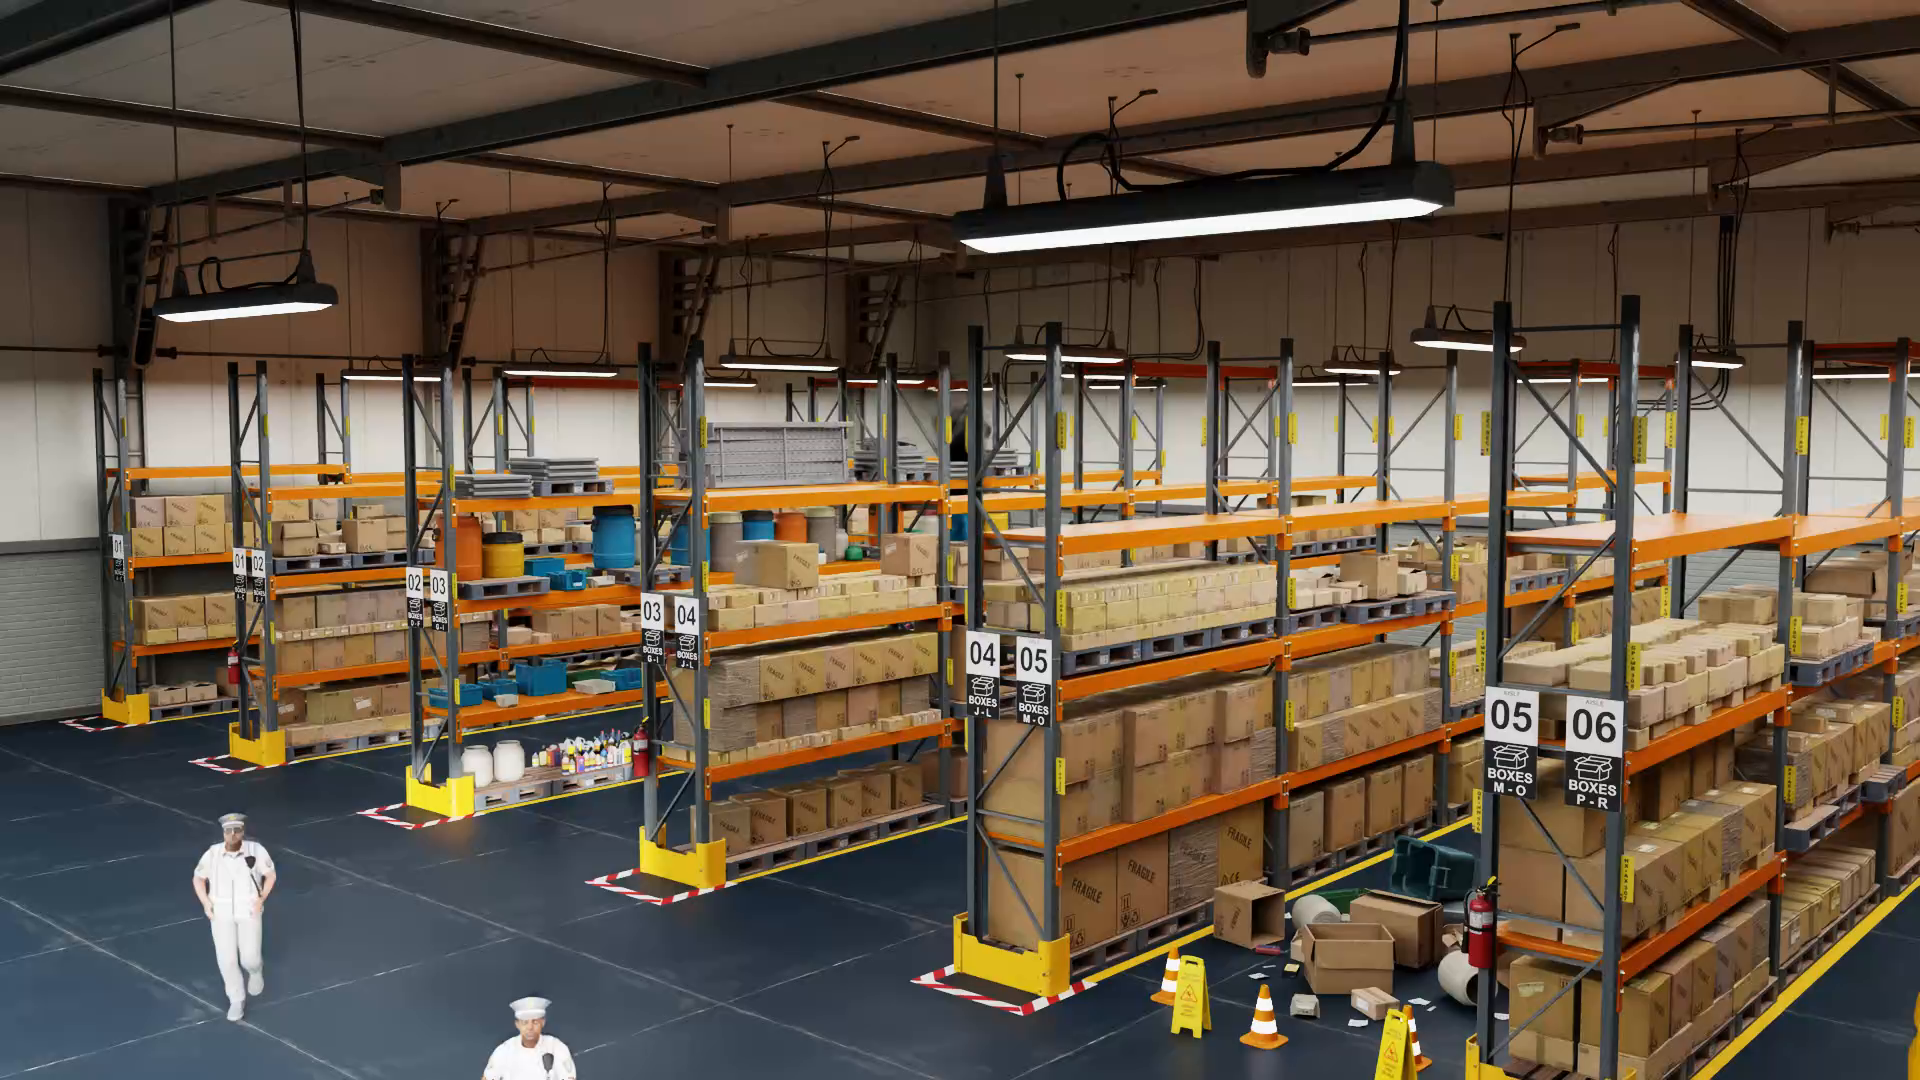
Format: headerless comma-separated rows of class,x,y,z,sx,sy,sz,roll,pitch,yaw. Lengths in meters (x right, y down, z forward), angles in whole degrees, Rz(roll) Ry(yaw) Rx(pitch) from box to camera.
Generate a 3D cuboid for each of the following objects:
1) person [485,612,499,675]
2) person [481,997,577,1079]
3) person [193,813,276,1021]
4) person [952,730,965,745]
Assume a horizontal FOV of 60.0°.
person,-8.452,2.141,30.439,0.544,1.651,0.648,4,6,41
person,-2.618,3.583,10.138,0.588,1.666,0.805,-1,4,-15
person,-6.315,3.229,14.488,0.672,1.762,0.618,-1,4,-19
person,-0.040,2.534,24.838,0.589,1.717,0.723,4,6,45
